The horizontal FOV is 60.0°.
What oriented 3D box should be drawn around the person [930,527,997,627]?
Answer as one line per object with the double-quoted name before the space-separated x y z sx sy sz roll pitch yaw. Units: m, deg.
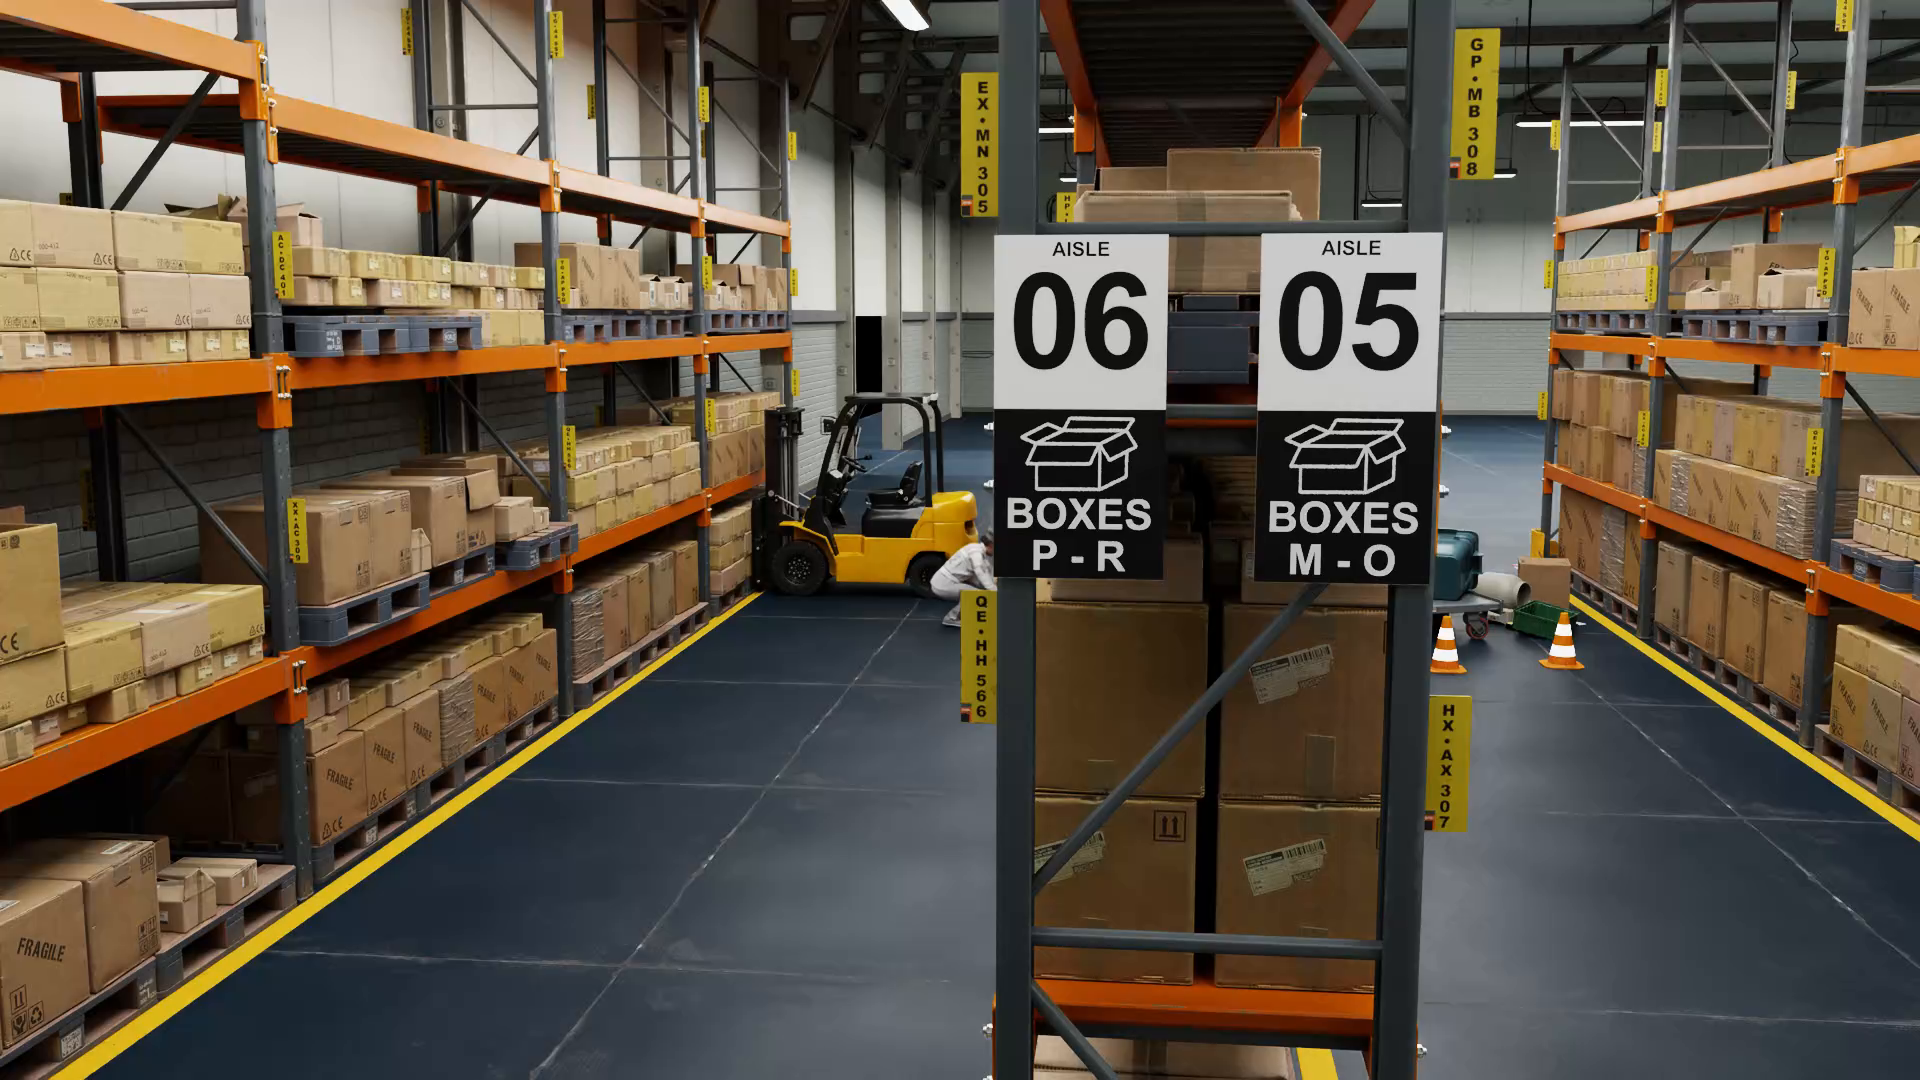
"person" 0.125 0.364 16.278 0.830 0.961 0.495 1 8 6
